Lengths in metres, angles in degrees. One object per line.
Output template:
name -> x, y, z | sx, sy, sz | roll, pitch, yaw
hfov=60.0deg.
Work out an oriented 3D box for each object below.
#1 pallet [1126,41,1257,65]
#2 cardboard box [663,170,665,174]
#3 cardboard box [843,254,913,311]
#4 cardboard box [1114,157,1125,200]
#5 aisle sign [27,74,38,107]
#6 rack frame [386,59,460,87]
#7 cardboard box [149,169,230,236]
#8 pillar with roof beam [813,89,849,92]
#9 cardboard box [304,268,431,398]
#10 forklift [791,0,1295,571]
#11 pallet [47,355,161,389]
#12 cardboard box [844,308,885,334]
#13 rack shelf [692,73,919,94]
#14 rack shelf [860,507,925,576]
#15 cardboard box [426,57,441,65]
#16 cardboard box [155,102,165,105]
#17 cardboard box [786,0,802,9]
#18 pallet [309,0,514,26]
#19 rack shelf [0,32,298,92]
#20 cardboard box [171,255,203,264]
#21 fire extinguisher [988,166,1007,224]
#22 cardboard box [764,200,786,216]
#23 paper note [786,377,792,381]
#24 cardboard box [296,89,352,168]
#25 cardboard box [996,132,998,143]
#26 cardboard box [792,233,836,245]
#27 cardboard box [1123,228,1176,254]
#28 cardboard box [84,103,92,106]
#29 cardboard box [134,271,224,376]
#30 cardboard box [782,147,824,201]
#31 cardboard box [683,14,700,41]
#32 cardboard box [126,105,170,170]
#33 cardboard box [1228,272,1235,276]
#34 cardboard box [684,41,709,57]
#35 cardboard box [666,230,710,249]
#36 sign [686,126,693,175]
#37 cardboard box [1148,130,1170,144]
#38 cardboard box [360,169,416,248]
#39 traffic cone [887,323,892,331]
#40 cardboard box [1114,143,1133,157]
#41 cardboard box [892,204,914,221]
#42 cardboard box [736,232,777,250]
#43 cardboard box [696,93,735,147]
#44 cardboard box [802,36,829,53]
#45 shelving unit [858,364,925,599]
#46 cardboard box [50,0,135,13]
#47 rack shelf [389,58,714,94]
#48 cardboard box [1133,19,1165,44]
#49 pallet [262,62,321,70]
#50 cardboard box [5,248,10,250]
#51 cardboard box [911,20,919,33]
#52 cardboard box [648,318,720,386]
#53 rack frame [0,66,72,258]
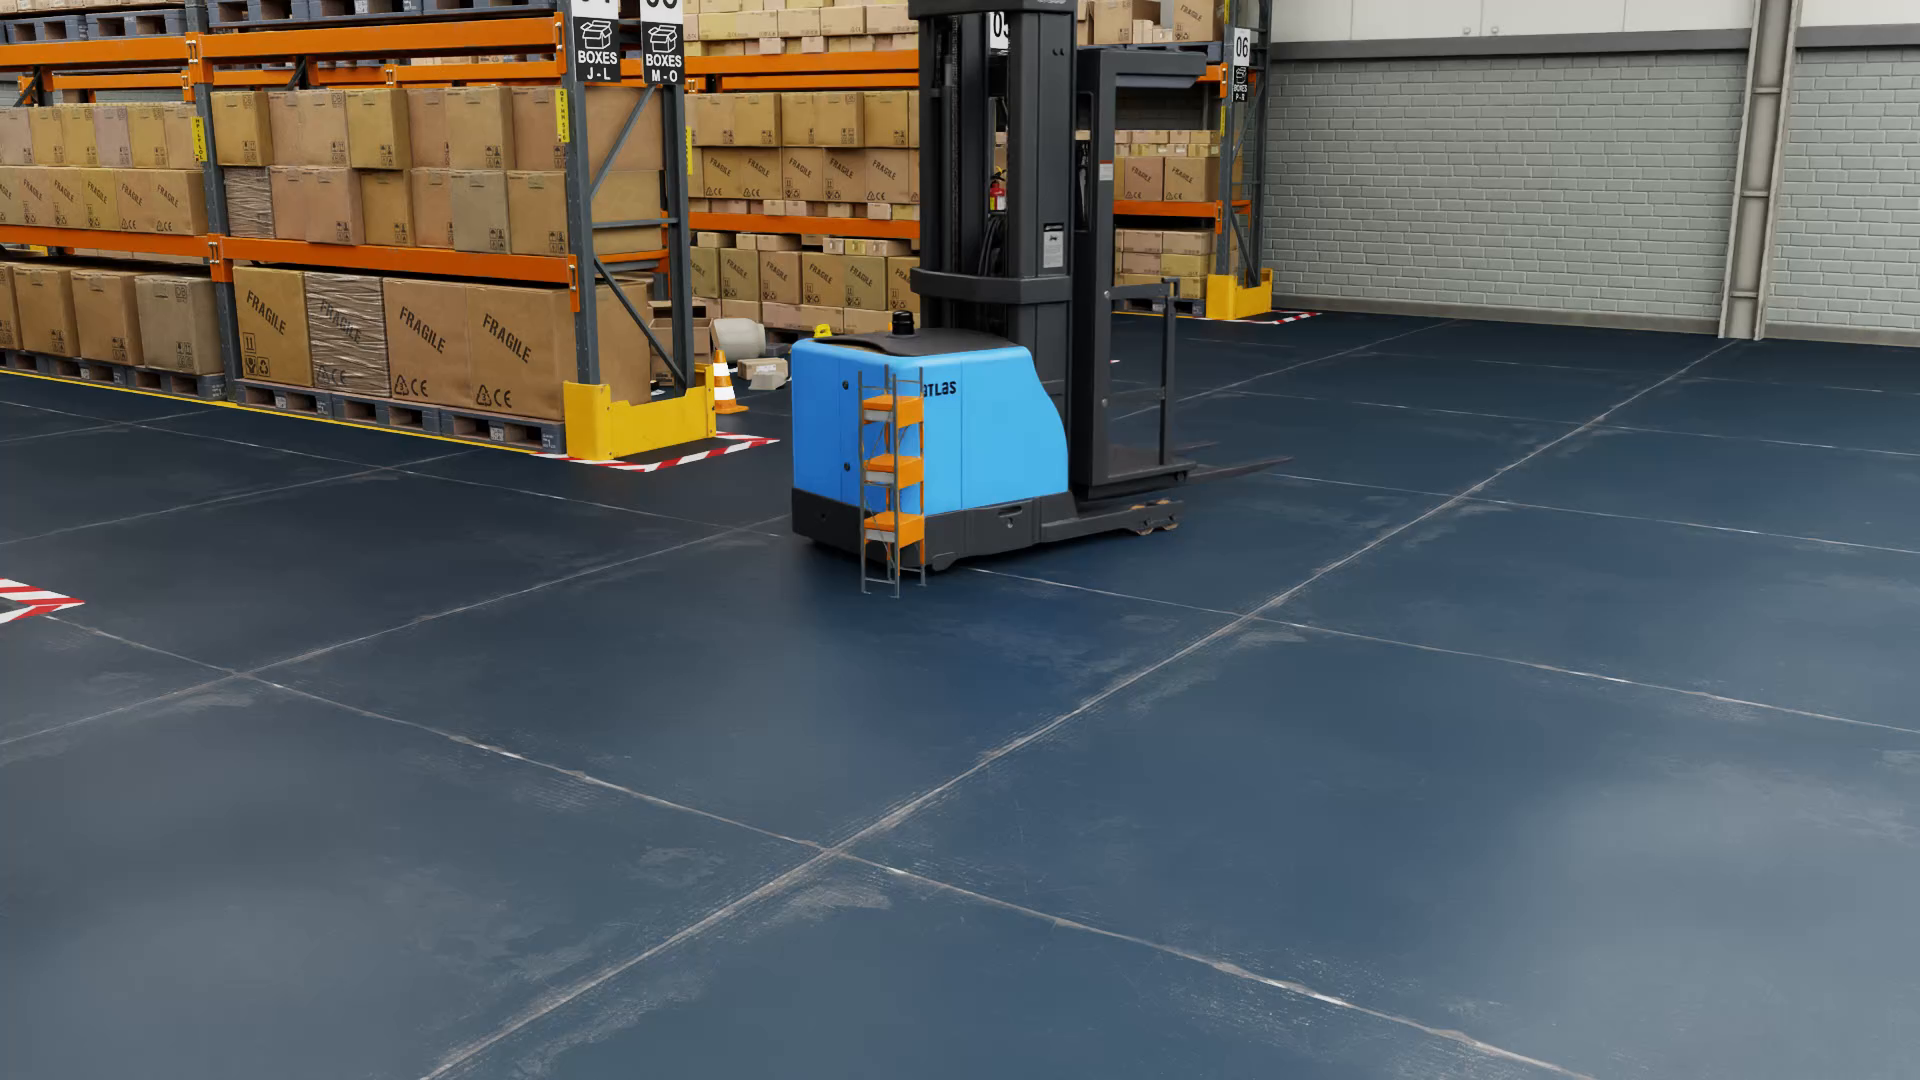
pallet -> 2.678, -5.615, 19.204 | 1.213, 0.211, 1.003 | 9, 17, 33
cardboard box -> -3.348, -4.061, 17.284 | 0.500, 0.500, 0.500 | 9, 16, 32
cardboard box -> -0.763, -2.469, 15.844 | 0.500, 0.500, 0.500 | 10, 17, 35
cardboard box -> 1.844, -4.304, 19.759 | 0.500, 0.500, 0.500 | 9, 16, 32
aisle sign -> -13.015, -6.471, 23.311 | 0.004, 0.787, 0.394 | 9, 17, 33
rack frame -> -6.156, -4.184, 19.484 | 0.127, 3.000, 1.000 | 9, 17, 33
cardboard box -> -6.097, -2.713, 13.331 | 0.500, 0.500, 0.500 | 9, 17, 32
pillar with roof beam -> -4.206, -7.233, 19.315 | 0.400, 9.000, 9.100 | 9, 17, 33
cardboard box -> -4.282, -1.601, 12.598 | 0.875, 0.875, 0.875 | 9, 17, 33
forklift -> 0.593, -1.534, 8.921 | 3.031, 2.935, 1.130 | -11, 17, -37
pallet -> -7.214, -1.546, 14.628 | 1.213, 0.211, 1.003 | 9, 17, 33
cardboard box -> -0.764, -2.106, 15.938 | 0.500, 0.250, 0.500 | 9, 17, 33
rack shelf -> -1.729, -6.013, 22.127 | 4.000, 0.370, 1.077 | 9, 17, 33
rack shelf -> -0.317, 0.005, 7.819 | 0.215, 0.259, 0.240 | 7, 16, 27
cardboard box -> -5.777, -5.465, 18.694 | 0.258, 0.266, 0.396 | 9, 17, 33
cardboard box -> -10.267, -5.640, 21.725 | 0.250, 0.149, 0.380 | 9, 17, 33
cardboard box -> -1.421, -5.070, 15.682 | 0.250, 0.149, 0.380 | 10, 17, 34
pallet -> -3.834, -3.785, 11.812 | 1.213, 0.211, 1.003 | 9, 17, 33
rack shelf -> -7.175, -4.022, 14.085 | 4.000, 0.370, 1.077 | 9, 17, 33
cardboard box -> -9.936, -3.786, 22.335 | 0.875, 0.438, 0.875 | 9, 16, 32
fire extinguisher -> 0.320, -2.967, 14.726 | 0.183, 0.674, 0.296 | 9, 17, 33
cardboard box -> -1.698, -3.246, 16.218 | 0.250, 0.149, 0.380 | 9, 17, 33
paper note -> -1.413, -1.400, 14.416 | 0.142, 0.019, 0.148 | 3, 14, 14
cardboard box -> -4.336, -3.038, 12.292 | 0.550, 0.550, 0.875 | 9, 17, 33
cardboard box -> 0.514, -4.995, 20.580 | 0.250, 0.149, 0.380 | 9, 16, 32
cardboard box -> -1.773, -3.963, 22.658 | 0.625, 0.625, 0.875 | 8, 16, 31
cardboard box -> 2.267, -3.523, 19.580 | 0.500, 0.250, 0.500 | 10, 17, 34
cardboard box -> -11.585, -5.826, 22.478 | 0.250, 0.149, 0.380 | 9, 17, 33
cardboard box -> -6.081, -1.824, 13.759 | 0.750, 0.750, 1.050 | 9, 17, 33
cardboard box -> -1.358, -3.530, 16.013 | 0.500, 0.500, 0.500 | 9, 17, 33
cardboard box -> -2.624, -5.062, 16.480 | 0.500, 0.250, 0.500 | 9, 16, 32
cardboard box -> -6.358, -3.315, 13.684 | 0.500, 0.500, 0.700 | 9, 16, 32
cardboard box -> 2.951, -3.076, 19.854 | 0.500, 0.250, 0.500 | 9, 17, 33
cardboard box -> -2.530, -4.845, 16.431 | 0.250, 0.149, 0.380 | 9, 17, 33
cardboard box -> -3.859, -4.179, 23.790 | 0.500, 0.500, 0.500 | 10, 17, 34
sign -> -1.881, -2.679, 11.438 | 0.005, 0.325, 0.100 | 9, 17, 33
cardboard box -> 2.381, -4.672, 19.277 | 0.250, 0.149, 0.380 | 10, 17, 34
cardboard box -> -3.855, -2.457, 12.193 | 0.500, 0.550, 0.875 | 9, 17, 33
traffic cone -> -0.594, -1.680, 14.649 | 0.334, 0.463, 0.336 | 9, 17, 33
cardboard box -> 1.949, -4.593, 19.577 | 0.250, 0.149, 0.380 | 9, 16, 31
cardboard box -> -0.420, -3.048, 15.415 | 0.250, 0.149, 0.380 | 9, 16, 32
cardboard box -> -2.000, -2.966, 16.499 | 0.250, 0.149, 0.380 | 10, 17, 35
cardboard box -> -2.181, -4.151, 16.442 | 0.500, 0.500, 0.700 | 9, 17, 33
cardboard box -> -1.269, -4.635, 15.584 | 0.250, 0.149, 0.380 | 9, 16, 32
shelving unit -> -0.317, -0.275, 7.750 | 0.215, 1.050, 0.252 | 7, 16, 27
cardboard box -> -7.092, -4.504, 13.635 | 0.500, 0.311, 0.500 | 8, 16, 31
rack shelf -> -4.496, -5.023, 18.127 | 4.000, 0.370, 1.077 | 9, 17, 33
cardboard box -> 2.182, -5.829, 19.085 | 0.258, 0.266, 0.396 | 9, 17, 33
pallet -> -7.649, -5.774, 20.056 | 1.213, 0.211, 1.003 | 10, 17, 35
cardboard box -> -9.692, -2.747, 16.445 | 0.500, 0.250, 0.500 | 9, 16, 32
cardboard box -> -0.092, -4.654, 14.832 | 0.500, 0.250, 0.500 | 9, 16, 32
cardboard box -> -2.388, -1.630, 14.362 | 0.637, 0.503, 0.797 | -1, 14, -6
rack frame -> -8.834, -3.184, 15.442 | 0.127, 3.000, 1.000 | 9, 17, 33
